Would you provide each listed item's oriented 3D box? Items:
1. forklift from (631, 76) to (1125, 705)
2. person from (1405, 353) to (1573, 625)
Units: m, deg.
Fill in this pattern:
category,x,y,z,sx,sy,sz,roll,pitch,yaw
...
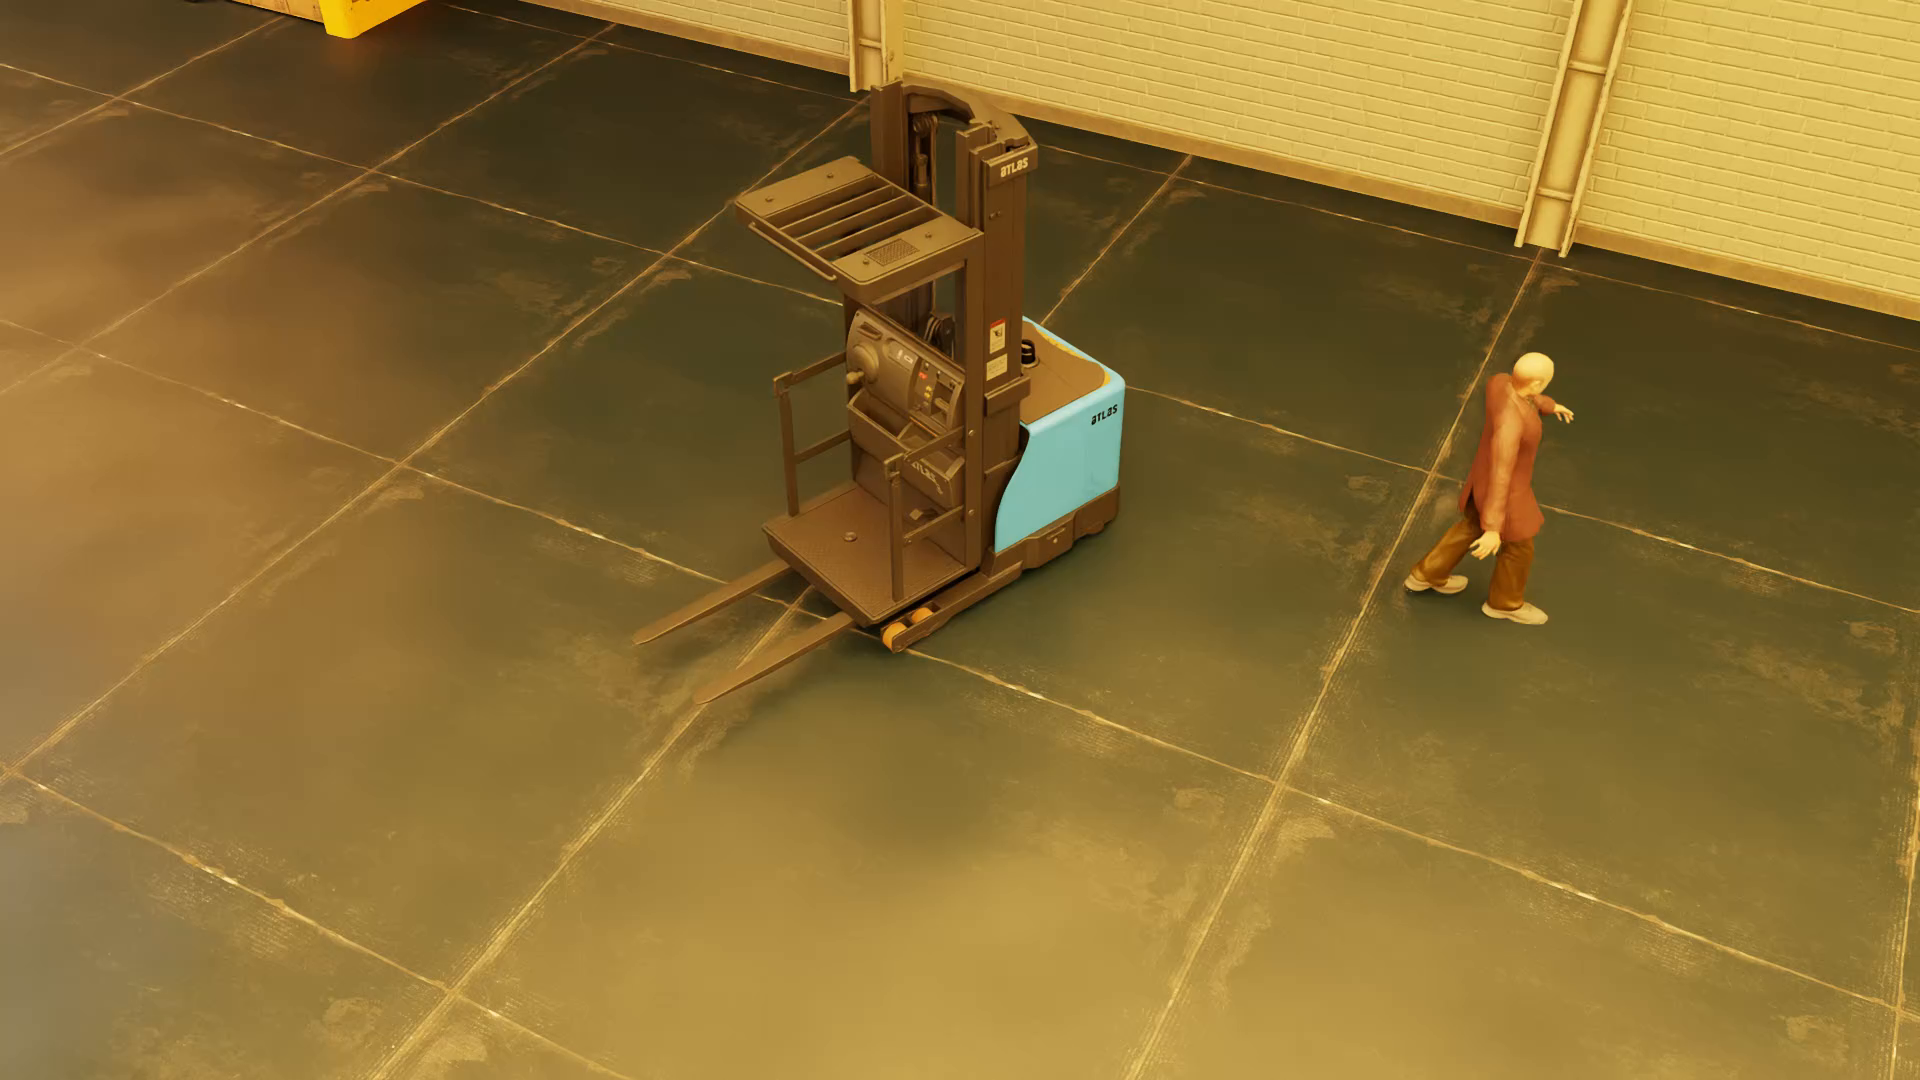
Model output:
category,x,y,z,sx,sy,sz,roll,pitch,yaw
forklift,-0.465,-0.867,9.016,3.031,2.935,1.130,-29,48,-30
person,3.042,-0.201,9.306,0.824,1.563,1.016,2,40,3
